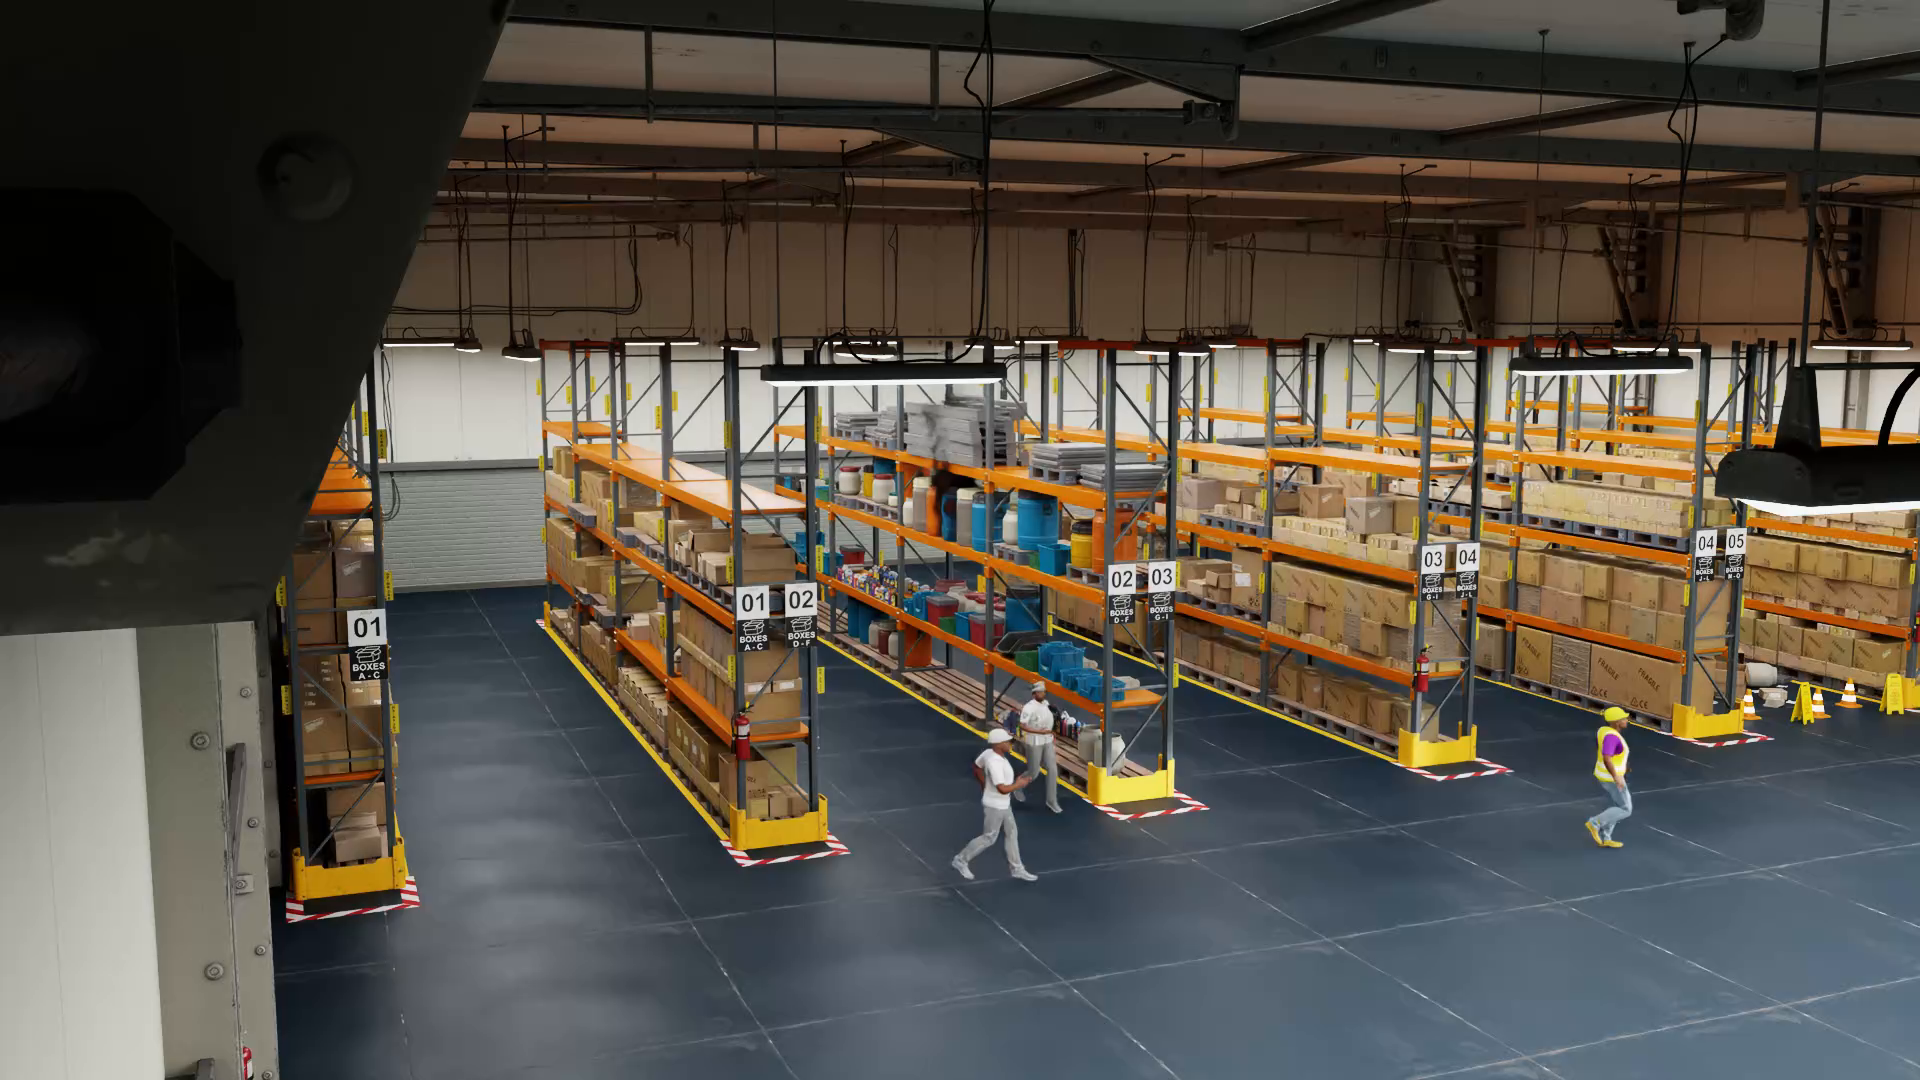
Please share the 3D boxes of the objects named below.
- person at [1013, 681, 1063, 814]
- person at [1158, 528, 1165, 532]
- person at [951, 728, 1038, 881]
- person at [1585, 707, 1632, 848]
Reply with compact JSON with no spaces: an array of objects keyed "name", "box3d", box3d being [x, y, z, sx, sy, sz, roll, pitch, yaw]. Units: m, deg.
[{"name":"person","box3d":[1.002,2.680,21.739,0.588,1.736,0.784,-6,10,-39]},{"name":"person","box3d":[4.621,0.538,38.347,0.640,1.673,0.622,-2,8,-13]},{"name":"person","box3d":[0.394,2.991,18.767,0.979,1.763,0.695,0,7,2]},{"name":"person","box3d":[7.864,2.868,20.133,0.577,1.732,0.703,1,7,7]}]
